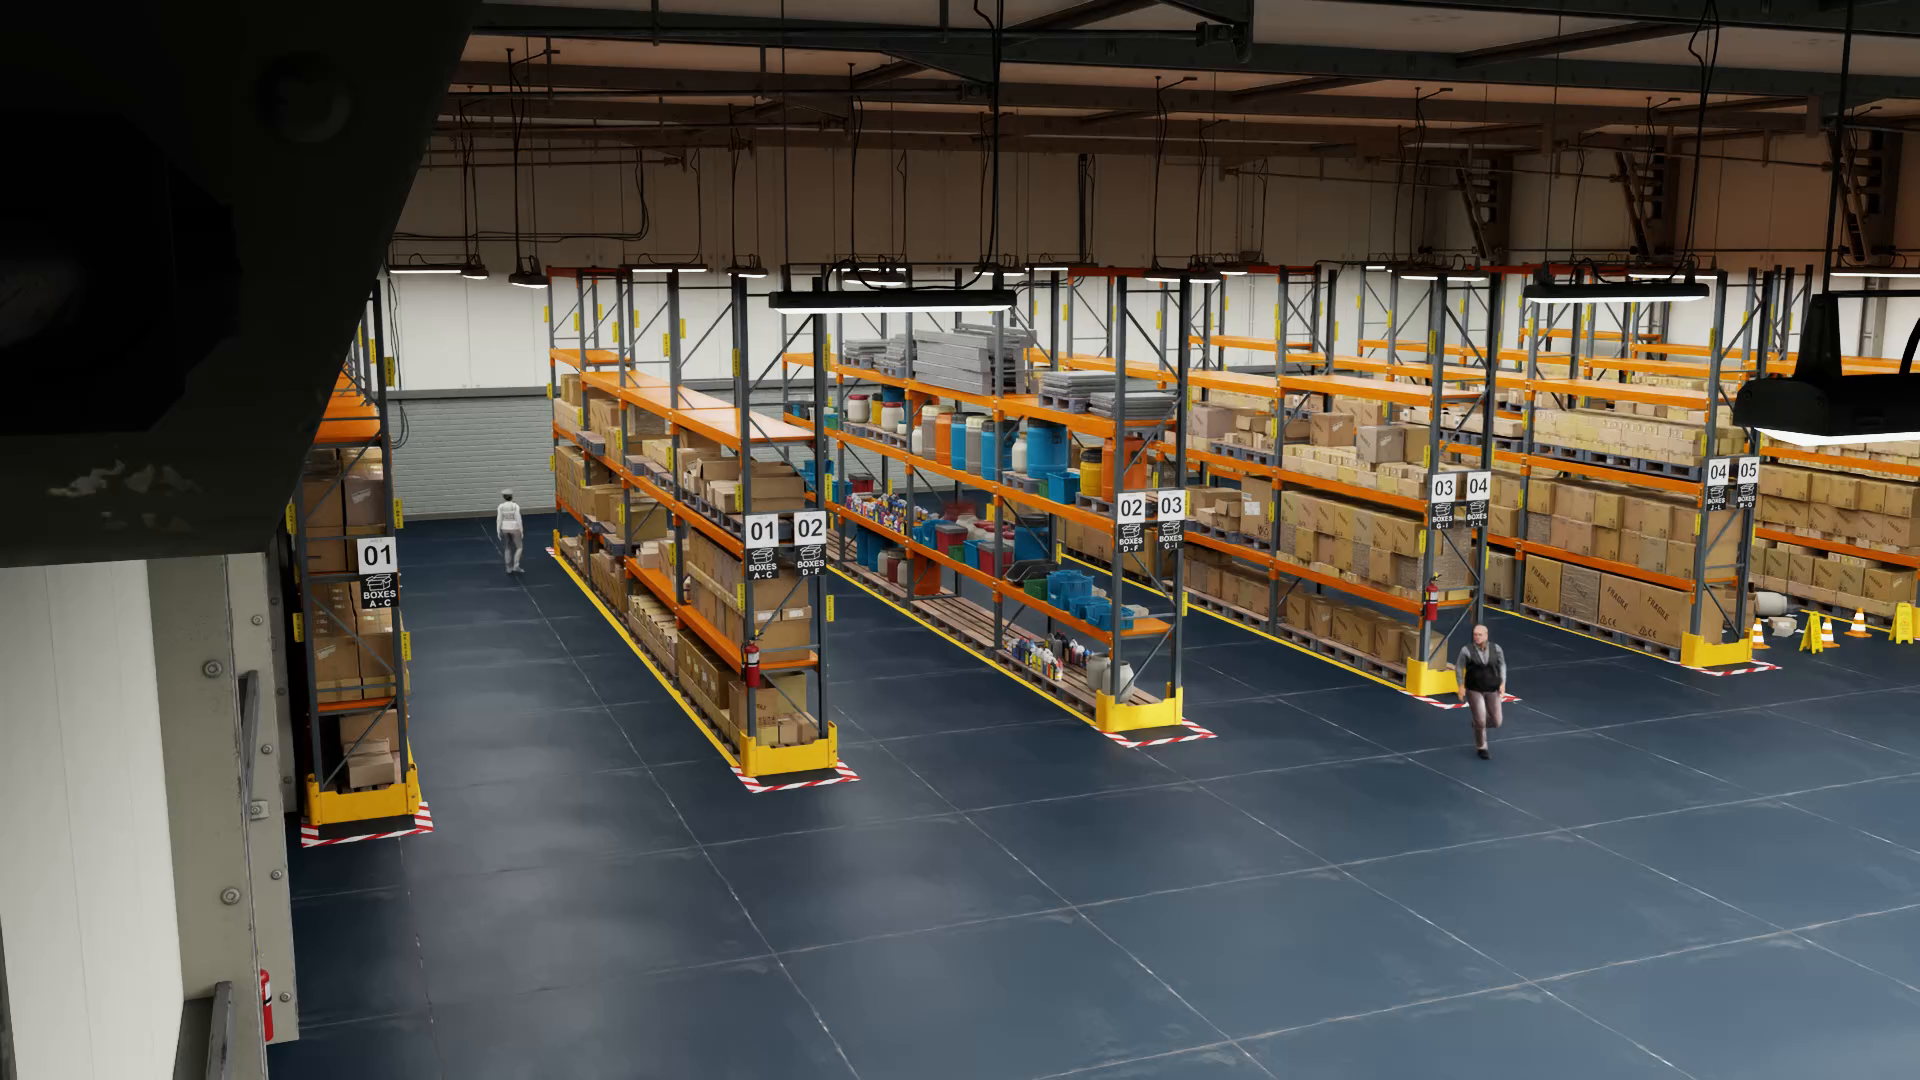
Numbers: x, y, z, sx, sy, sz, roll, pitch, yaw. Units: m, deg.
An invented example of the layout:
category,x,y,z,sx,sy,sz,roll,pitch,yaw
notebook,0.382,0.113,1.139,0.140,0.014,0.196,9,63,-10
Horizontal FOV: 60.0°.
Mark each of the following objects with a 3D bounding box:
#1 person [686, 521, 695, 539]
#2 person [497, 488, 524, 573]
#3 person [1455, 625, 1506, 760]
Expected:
category,x,y,z,sx,sy,sz,roll,pitch,yaw
person,-5.041,0.007,31.788,0.527,1.602,1.029,-5,11,-25
person,-8.876,-0.162,32.772,0.521,1.675,0.485,1,10,3
person,6.565,1.891,21.002,0.597,1.689,0.630,-1,10,-4
